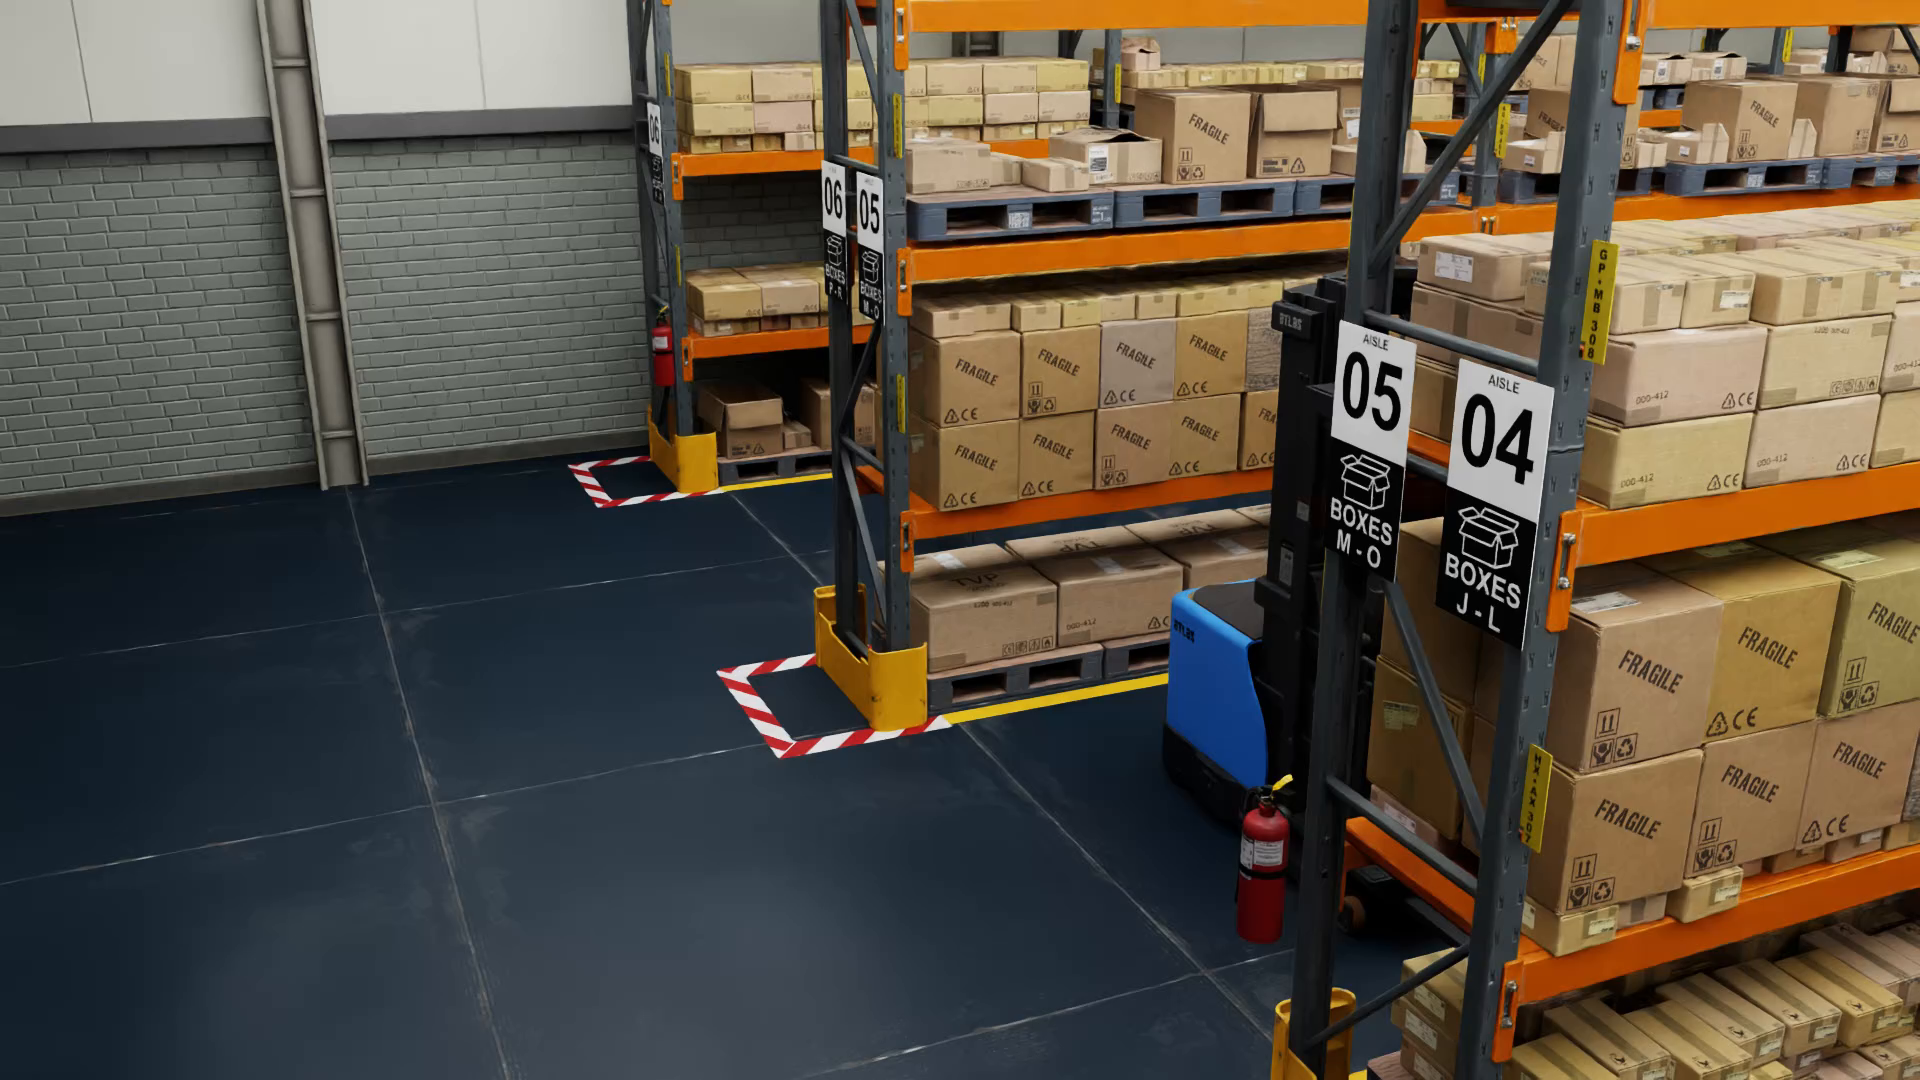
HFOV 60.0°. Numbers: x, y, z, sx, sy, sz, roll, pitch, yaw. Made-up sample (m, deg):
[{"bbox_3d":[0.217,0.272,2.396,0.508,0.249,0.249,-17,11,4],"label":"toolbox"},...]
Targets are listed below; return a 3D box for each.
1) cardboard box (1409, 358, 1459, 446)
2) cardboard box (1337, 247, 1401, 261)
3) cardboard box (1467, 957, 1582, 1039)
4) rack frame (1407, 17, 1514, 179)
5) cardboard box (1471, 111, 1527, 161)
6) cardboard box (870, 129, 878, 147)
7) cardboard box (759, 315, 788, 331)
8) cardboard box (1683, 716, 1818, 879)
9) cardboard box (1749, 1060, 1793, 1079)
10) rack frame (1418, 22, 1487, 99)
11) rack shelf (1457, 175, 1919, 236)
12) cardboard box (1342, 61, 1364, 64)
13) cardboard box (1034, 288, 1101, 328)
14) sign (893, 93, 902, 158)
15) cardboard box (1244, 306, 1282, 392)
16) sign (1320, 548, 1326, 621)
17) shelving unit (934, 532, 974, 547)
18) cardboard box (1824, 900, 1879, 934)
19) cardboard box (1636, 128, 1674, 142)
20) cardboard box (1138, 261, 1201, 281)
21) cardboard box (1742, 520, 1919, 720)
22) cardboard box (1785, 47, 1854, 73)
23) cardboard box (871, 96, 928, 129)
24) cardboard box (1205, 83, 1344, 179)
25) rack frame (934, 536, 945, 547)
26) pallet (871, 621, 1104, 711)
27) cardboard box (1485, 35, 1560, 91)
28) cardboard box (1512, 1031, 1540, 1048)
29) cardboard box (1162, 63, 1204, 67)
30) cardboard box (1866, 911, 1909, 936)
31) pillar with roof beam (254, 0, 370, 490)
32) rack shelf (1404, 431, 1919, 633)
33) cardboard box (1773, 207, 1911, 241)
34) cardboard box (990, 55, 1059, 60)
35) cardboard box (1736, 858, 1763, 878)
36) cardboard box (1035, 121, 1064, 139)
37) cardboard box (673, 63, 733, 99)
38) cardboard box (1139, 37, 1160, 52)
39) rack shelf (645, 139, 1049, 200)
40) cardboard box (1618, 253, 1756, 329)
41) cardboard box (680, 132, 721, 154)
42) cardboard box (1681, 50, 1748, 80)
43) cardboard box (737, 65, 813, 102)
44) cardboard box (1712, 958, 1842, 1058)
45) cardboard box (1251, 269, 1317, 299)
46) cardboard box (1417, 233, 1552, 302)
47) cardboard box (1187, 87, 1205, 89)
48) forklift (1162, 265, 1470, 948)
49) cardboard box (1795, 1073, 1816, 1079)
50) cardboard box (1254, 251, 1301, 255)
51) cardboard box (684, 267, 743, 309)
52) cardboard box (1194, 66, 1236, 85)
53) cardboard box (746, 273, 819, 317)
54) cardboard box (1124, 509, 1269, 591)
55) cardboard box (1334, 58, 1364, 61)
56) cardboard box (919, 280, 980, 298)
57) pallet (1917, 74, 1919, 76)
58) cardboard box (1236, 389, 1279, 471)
[{"bbox_3d":[1.825,-0.467,5.541,0.500,0.250,0.500,-9,21,-23],"label":"cardboard box"},{"bbox_3d":[2.738,-1.867,11.175,0.250,0.149,0.380,-8,21,-23],"label":"cardboard box"},{"bbox_3d":[2.151,1.721,6.381,0.250,0.149,0.380,-8,21,-21],"label":"cardboard box"},{"bbox_3d":[3.131,-3.834,10.363,0.127,3.000,1.000,-8,21,-22],"label":"rack frame"},{"bbox_3d":[3.857,-2.756,11.317,0.500,0.311,0.500,-8,21,-22],"label":"cardboard box"},{"bbox_3d":[-0.680,-3.431,14.112,0.250,0.149,0.380,-8,21,-22],"label":"cardboard box"},{"bbox_3d":[-1.658,-1.926,14.352,0.250,0.149,0.380,-8,21,-23],"label":"cardboard box"},{"bbox_3d":[2.515,0.777,5.700,0.500,0.500,0.500,-8,21,-22],"label":"cardboard box"},{"bbox_3d":[2.837,1.955,6.166,0.250,0.149,0.380,-7,21,-20],"label":"cardboard box"},{"bbox_3d":[4.834,-5.874,16.155,0.127,3.000,1.000,-8,21,-22],"label":"rack frame"},{"bbox_3d":[4.968,-2.343,11.728,4.000,0.370,1.077,-8,21,-22],"label":"rack shelf"},{"bbox_3d":[3.878,-4.508,15.969,0.250,0.149,0.380,-8,21,-23],"label":"cardboard box"},{"bbox_3d":[0.625,-1.361,9.738,0.250,0.149,0.380,-9,21,-24],"label":"cardboard box"},{"bbox_3d":[-0.327,-2.173,8.725,0.005,0.325,0.100,-8,21,-22],"label":"sign"},{"bbox_3d":[1.874,-1.243,10.380,0.500,0.500,0.500,-8,21,-21],"label":"cardboard box"},{"bbox_3d":[1.310,0.151,5.858,0.005,0.325,0.100,-8,21,-22],"label":"sign"},{"bbox_3d":[-0.049,-0.488,12.828,0.252,1.050,0.215,-8,21,-22],"label":"shelving unit"},{"bbox_3d":[3.583,1.517,6.962,0.250,0.149,0.380,-9,21,-24],"label":"cardboard box"},{"bbox_3d":[4.808,-2.802,11.666,0.250,0.166,0.380,-6,20,-17],"label":"cardboard box"},{"bbox_3d":[1.333,-1.672,10.623,0.250,0.149,0.380,-8,21,-22],"label":"cardboard box"},{"bbox_3d":[2.977,0.251,5.690,0.500,0.500,0.500,-9,21,-23],"label":"cardboard box"},{"bbox_3d":[9.368,-5.223,18.176,0.500,0.311,0.500,-8,21,-21],"label":"cardboard box"},{"bbox_3d":[-0.596,-3.663,14.170,0.500,0.250,0.500,-9,21,-23],"label":"cardboard box"},{"bbox_3d":[1.906,-2.526,10.226,0.637,0.503,0.797,-6,20,-18],"label":"cardboard box"},{"bbox_3d":[-0.161,-0.472,12.782,0.008,1.050,0.200,-8,21,-22],"label":"rack frame"},{"bbox_3d":[0.162,0.708,10.694,1.213,0.211,1.003,-8,21,-22],"label":"pallet"},{"bbox_3d":[5.596,-4.772,16.610,0.500,0.500,0.500,-8,21,-21],"label":"cardboard box"},{"bbox_3d":[2.145,1.850,6.465,0.250,0.149,0.380,-9,21,-23],"label":"cardboard box"},{"bbox_3d":[2.087,-4.383,15.583,0.250,0.149,0.380,-8,21,-20],"label":"cardboard box"},{"bbox_3d":[3.808,1.615,7.130,0.250,0.149,0.380,-7,21,-19],"label":"cardboard box"},{"bbox_3d":[-3.639,-3.429,9.211,0.400,9.000,9.100,-8,21,-22],"label":"pillar with roof beam"},{"bbox_3d":[3.348,-0.321,5.984,4.000,0.370,1.077,-8,21,-22],"label":"rack shelf"},{"bbox_3d":[3.122,-1.079,5.927,0.250,0.149,0.380,-9,21,-23],"label":"cardboard box"},{"bbox_3d":[0.594,-4.260,15.112,0.500,0.250,0.500,-8,21,-23],"label":"cardboard box"},{"bbox_3d":[2.608,1.052,5.895,0.250,0.149,0.380,-7,21,-19],"label":"cardboard box"},{"bbox_3d":[0.722,-3.646,14.721,0.250,0.149,0.380,-8,21,-22],"label":"cardboard box"},{"bbox_3d":[-2.214,-3.856,13.964,0.500,0.250,0.500,-9,21,-23],"label":"cardboard box"},{"bbox_3d":[1.645,-4.501,15.297,0.258,0.266,0.396,-8,21,-22],"label":"cardboard box"},{"bbox_3d":[-0.675,-3.330,14.531,4.000,0.370,1.077,-8,21,-22],"label":"rack shelf"},{"bbox_3d":[2.140,-0.752,4.996,0.250,0.149,0.380,-7,21,-20],"label":"cardboard box"},{"bbox_3d":[-2.126,-3.259,13.623,0.250,0.149,0.380,-8,21,-21],"label":"cardboard box"},{"bbox_3d":[7.939,-5.019,17.594,0.500,0.311,0.500,-9,21,-24],"label":"cardboard box"},{"bbox_3d":[-1.530,-3.755,13.678,0.500,0.250,0.500,-8,21,-22],"label":"cardboard box"},{"bbox_3d":[3.068,1.760,6.272,0.250,0.149,0.380,-7,21,-20],"label":"cardboard box"},{"bbox_3d":[2.016,-1.578,10.354,0.250,0.149,0.380,-8,21,-22],"label":"cardboard box"},{"bbox_3d":[1.701,-0.884,5.371,0.250,0.149,0.380,-8,21,-22],"label":"cardboard box"},{"bbox_3d":[2.039,-4.064,15.127,0.250,0.149,0.380,-8,21,-21],"label":"cardboard box"},{"bbox_3d":[2.176,0.294,7.775,1.130,2.935,3.031,-8,21,-22],"label":"forklift"},{"bbox_3d":[3.027,2.036,6.383,0.250,0.149,0.380,-8,21,-22],"label":"cardboard box"},{"bbox_3d":[2.891,-2.930,16.044,0.500,0.500,0.700,-8,21,-22],"label":"cardboard box"},{"bbox_3d":[-2.194,-2.203,14.539,0.500,0.250,0.500,-8,21,-20],"label":"cardboard box"},{"bbox_3d":[2.302,-4.225,15.135,0.250,0.149,0.380,-9,21,-23],"label":"cardboard box"},{"bbox_3d":[-1.525,-2.105,14.262,0.500,0.250,0.500,-8,21,-21],"label":"cardboard box"},{"bbox_3d":[1.690,0.174,11.238,0.875,0.438,0.875,-9,21,-24],"label":"cardboard box"},{"bbox_3d":[3.917,-4.695,16.501,0.250,0.149,0.380,-8,21,-22],"label":"cardboard box"},{"bbox_3d":[-0.068,-1.452,9.997,0.250,0.149,0.380,-8,21,-21],"label":"cardboard box"},{"bbox_3d":[10.399,-5.223,18.955,1.213,0.211,1.003,-8,21,-22],"label":"pallet"},{"bbox_3d":[1.880,-0.773,10.550,0.500,0.500,0.500,-8,21,-23],"label":"cardboard box"}]
